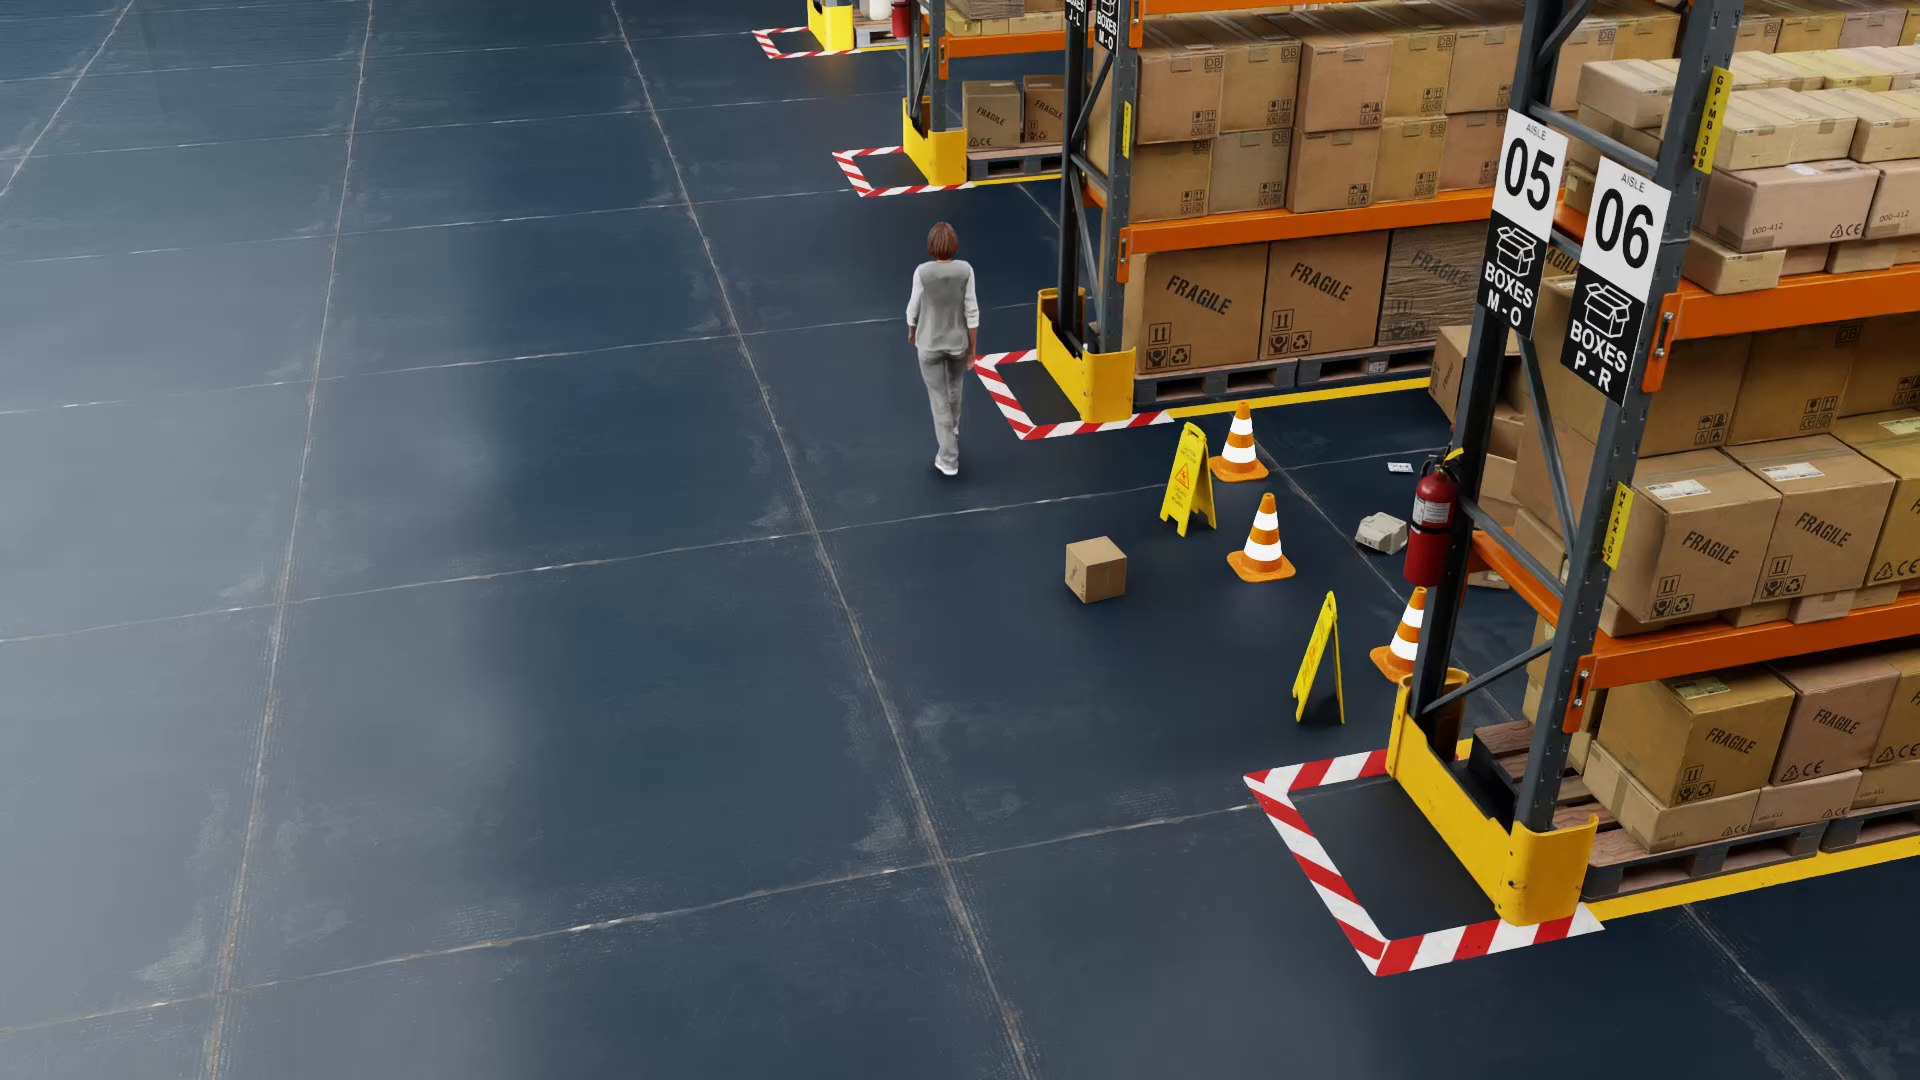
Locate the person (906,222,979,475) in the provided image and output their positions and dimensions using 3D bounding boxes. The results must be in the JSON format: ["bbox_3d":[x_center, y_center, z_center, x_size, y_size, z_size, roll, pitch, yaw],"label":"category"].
[{"bbox_3d":[-0.120,-1.225,10.296,0.422,1.599,0.774,-7,31,-11],"label":"person"}]
